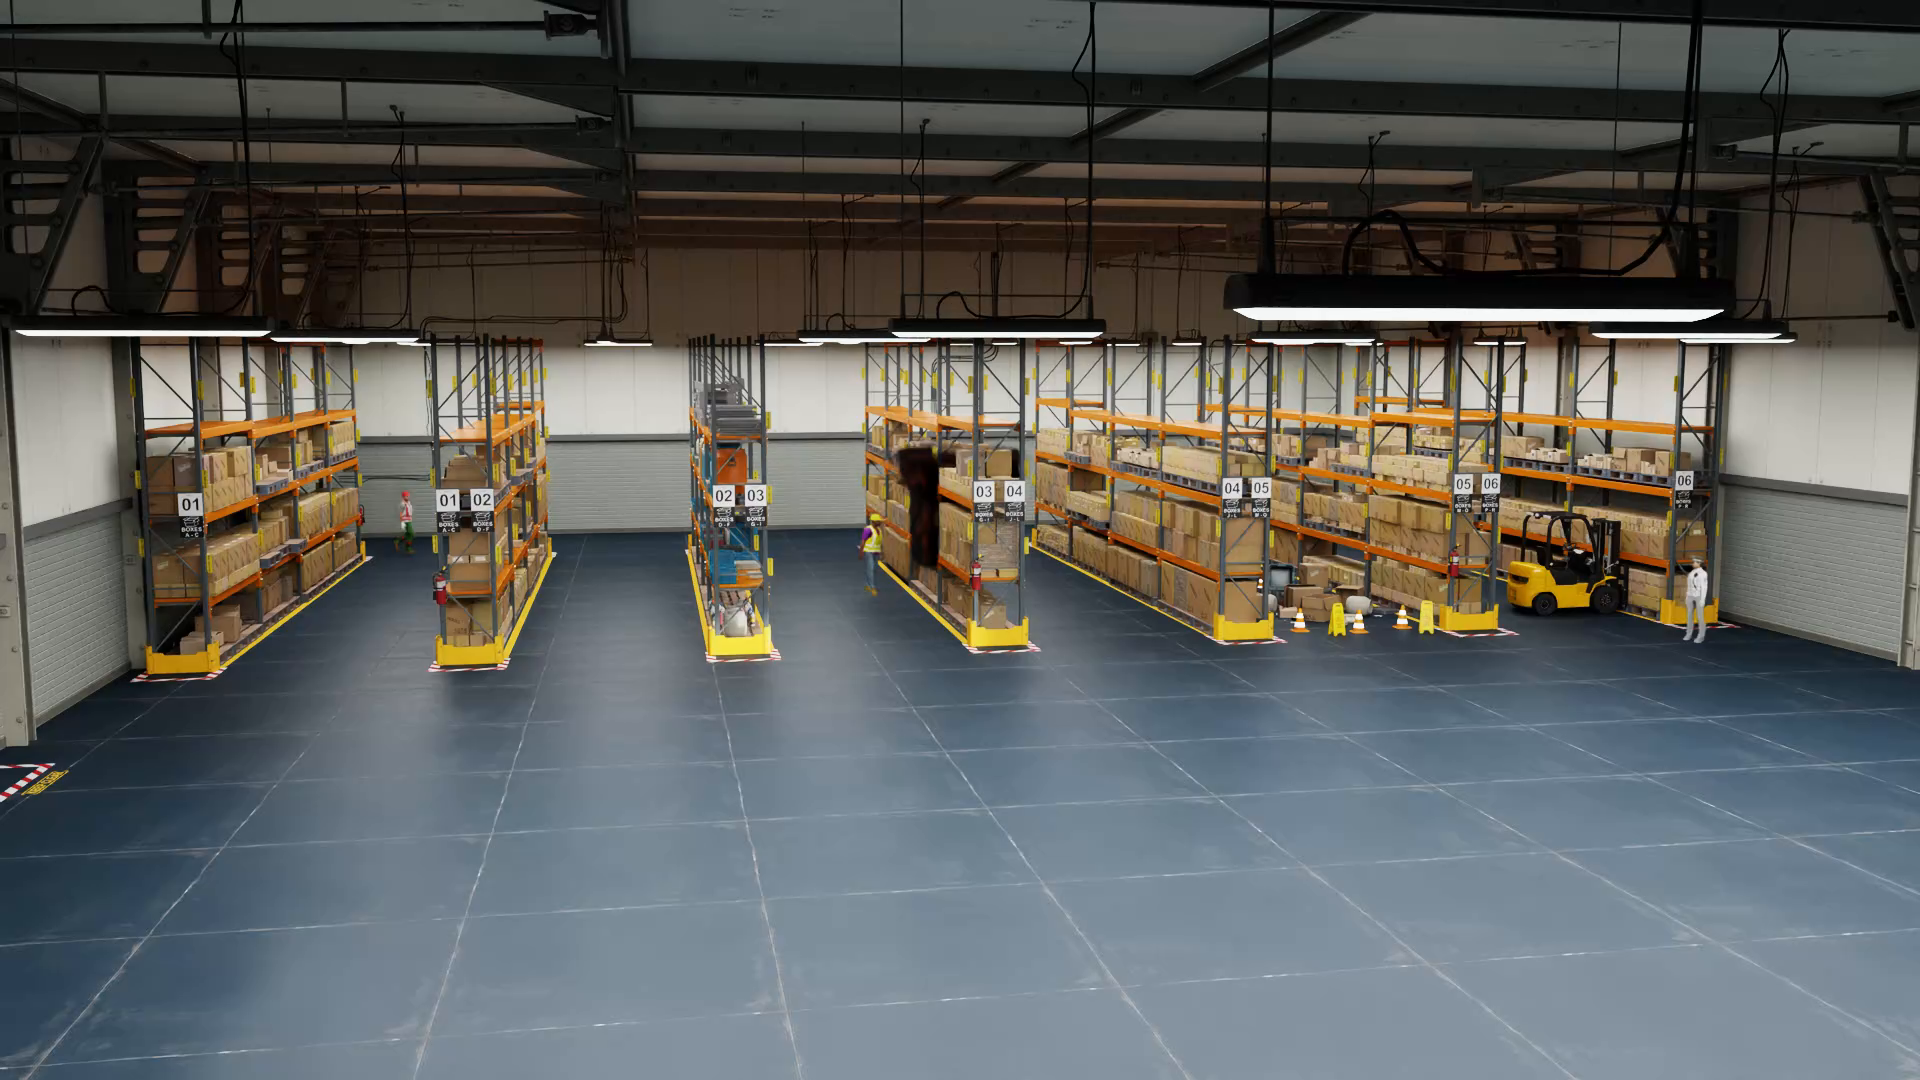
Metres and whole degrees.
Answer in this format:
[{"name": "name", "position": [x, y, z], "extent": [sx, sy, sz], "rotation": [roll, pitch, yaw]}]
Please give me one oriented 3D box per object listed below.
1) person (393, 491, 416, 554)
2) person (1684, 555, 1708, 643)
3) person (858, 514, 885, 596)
[{"name": "person", "position": [-15.562, -0.497, 46.501], "extent": [0.655, 1.758, 0.607], "rotation": [-1, 7, -10]}, {"name": "person", "position": [14.461, 1.144, 32.667], "extent": [0.371, 1.692, 0.512], "rotation": [-3, 7, -24]}, {"name": "person", "position": [-1.952, 0.307, 37.122], "extent": [0.662, 1.780, 0.753], "rotation": [-5, 8, -36]}]
